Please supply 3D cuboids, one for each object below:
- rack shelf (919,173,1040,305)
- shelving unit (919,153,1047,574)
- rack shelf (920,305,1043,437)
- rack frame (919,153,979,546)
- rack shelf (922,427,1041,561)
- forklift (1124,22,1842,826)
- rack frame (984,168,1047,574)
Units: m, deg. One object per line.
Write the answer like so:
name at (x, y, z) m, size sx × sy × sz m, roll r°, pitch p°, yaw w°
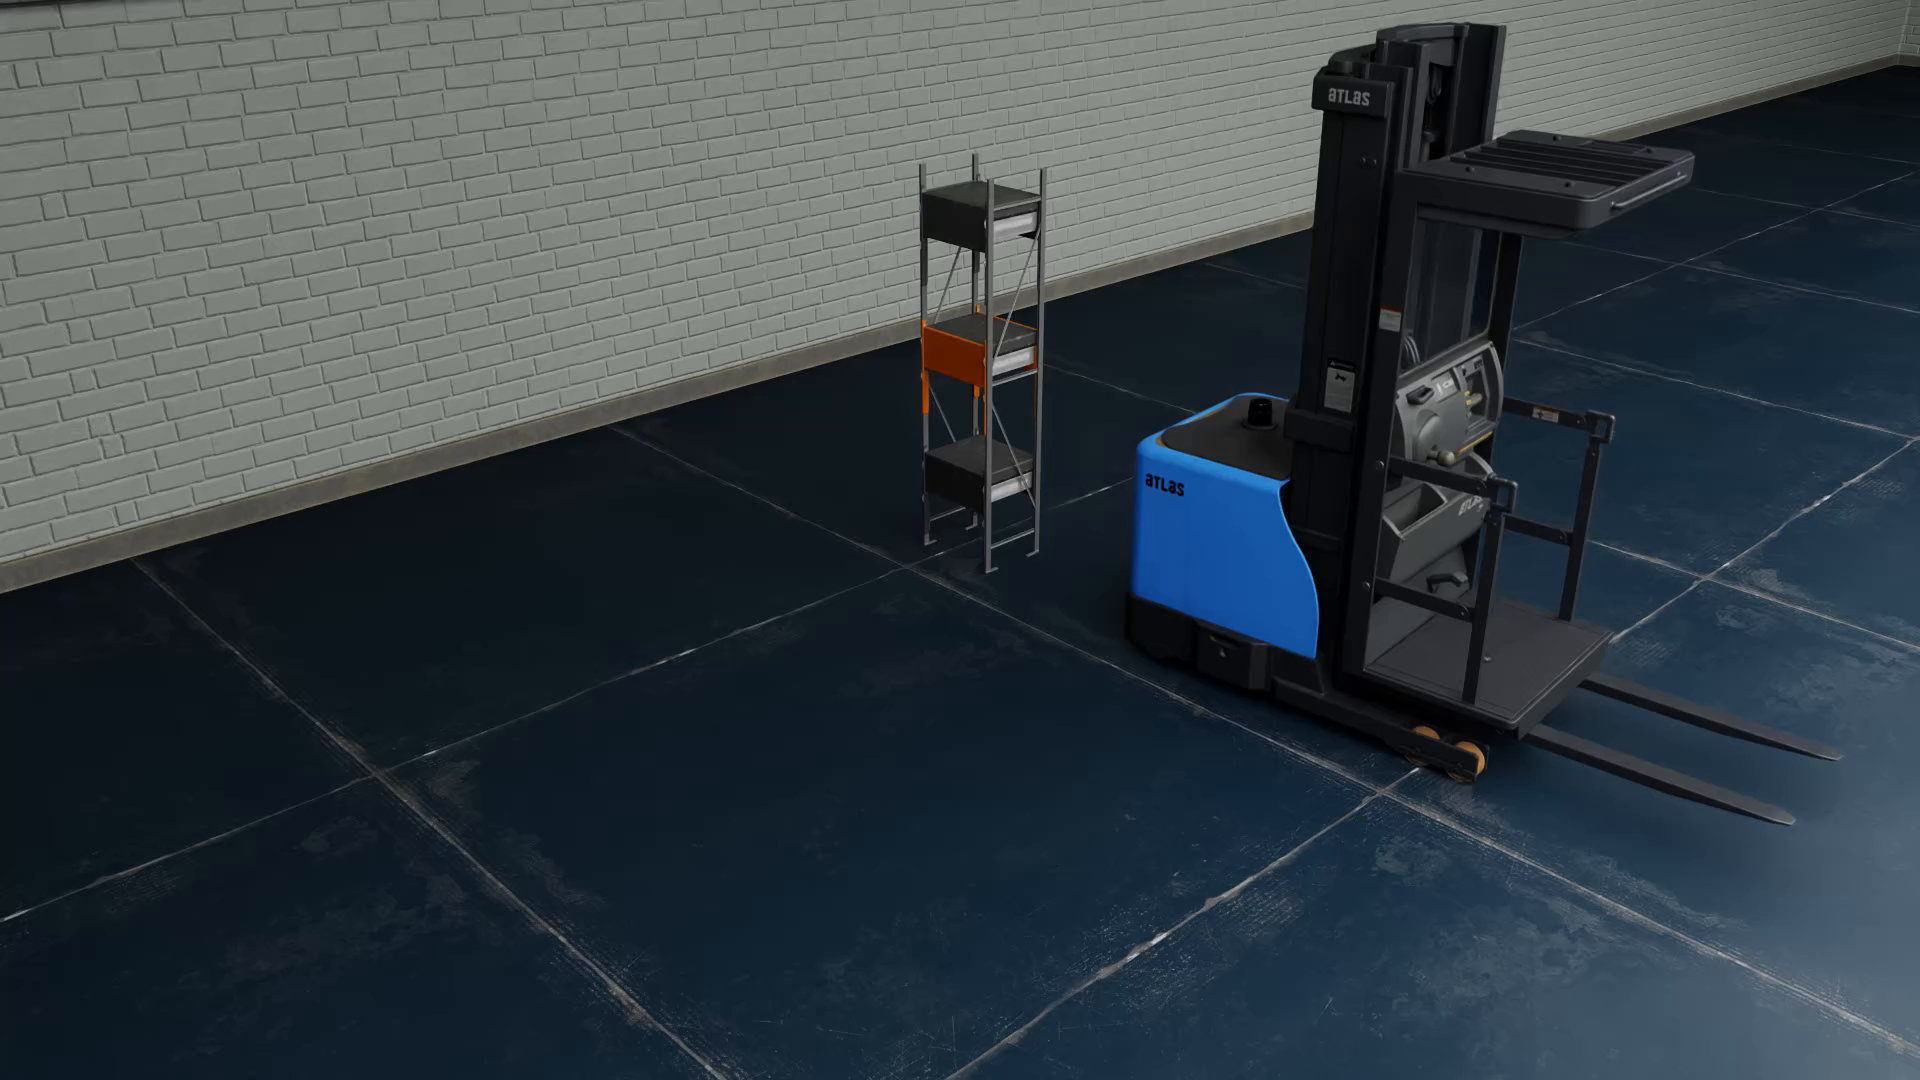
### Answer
rack shelf at (0.113, -1.530, 8.419) m, size 0.431 × 0.518 × 0.480 m, roll -21°, pitch 32°, yaw -38°
shelving unit at (0.113, -0.905, 8.704) m, size 0.431 × 2.100 × 0.503 m, roll -21°, pitch 32°, yaw -38°
rack shelf at (0.113, -0.893, 8.710) m, size 0.431 × 0.518 × 0.480 m, roll -21°, pitch 32°, yaw -38°
rack frame at (-0.054, -0.979, 8.866) m, size 0.400 × 2.100 × 0.015 m, roll -21°, pitch 32°, yaw -38°
rack shelf at (0.113, -0.256, 9.000) m, size 0.431 × 0.518 × 0.480 m, roll -21°, pitch 32°, yaw -38°
forklift at (2.241, -0.560, 6.947) m, size 3.031 × 2.935 × 1.130 m, roll 20°, pitch 31°, yaw 37°
rack frame at (0.280, -0.831, 8.542) m, size 0.400 × 2.100 × 0.015 m, roll -21°, pitch 32°, yaw -38°
